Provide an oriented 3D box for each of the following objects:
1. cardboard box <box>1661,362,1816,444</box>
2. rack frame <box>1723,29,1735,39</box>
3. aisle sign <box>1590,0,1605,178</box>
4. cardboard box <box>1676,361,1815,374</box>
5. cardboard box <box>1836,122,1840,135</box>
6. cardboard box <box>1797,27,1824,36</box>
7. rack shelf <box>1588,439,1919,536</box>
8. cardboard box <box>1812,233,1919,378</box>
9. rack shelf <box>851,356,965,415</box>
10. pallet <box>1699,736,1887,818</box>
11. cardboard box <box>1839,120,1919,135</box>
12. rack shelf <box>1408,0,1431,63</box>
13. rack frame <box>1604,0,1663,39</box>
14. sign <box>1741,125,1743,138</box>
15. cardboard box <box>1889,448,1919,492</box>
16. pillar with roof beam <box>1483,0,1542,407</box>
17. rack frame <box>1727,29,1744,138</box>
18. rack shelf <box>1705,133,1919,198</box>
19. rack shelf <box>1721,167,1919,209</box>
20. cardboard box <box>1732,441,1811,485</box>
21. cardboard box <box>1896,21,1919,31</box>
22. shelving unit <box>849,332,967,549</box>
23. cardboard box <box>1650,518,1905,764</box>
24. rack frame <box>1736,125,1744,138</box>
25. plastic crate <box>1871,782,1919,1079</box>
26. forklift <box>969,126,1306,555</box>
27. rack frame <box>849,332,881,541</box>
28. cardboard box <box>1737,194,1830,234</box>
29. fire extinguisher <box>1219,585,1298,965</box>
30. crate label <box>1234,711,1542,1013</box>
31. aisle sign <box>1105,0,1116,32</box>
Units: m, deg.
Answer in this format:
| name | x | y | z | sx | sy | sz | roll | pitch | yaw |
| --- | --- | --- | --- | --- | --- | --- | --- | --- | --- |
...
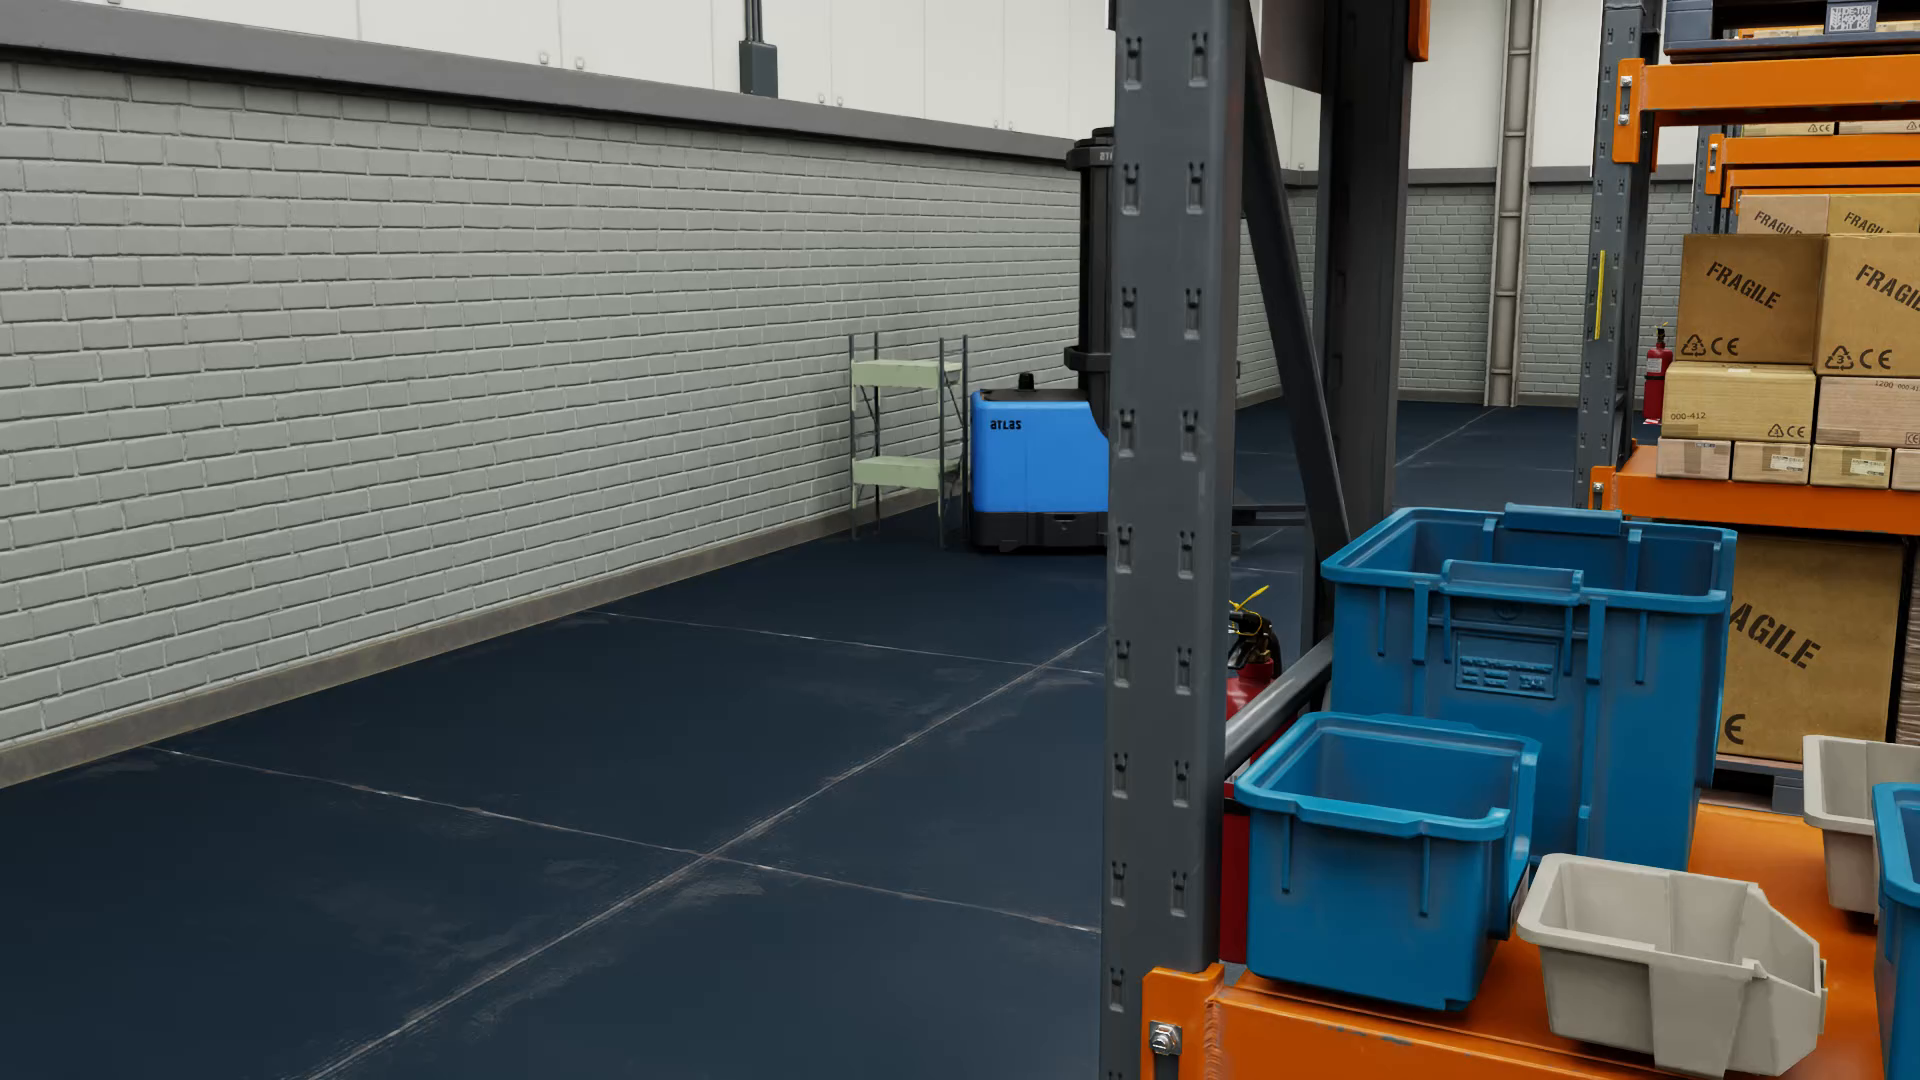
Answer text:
| name | x | y | z | sx | sy | sz | roll | pitch | yaw |
| --- | --- | --- | --- | --- | --- | --- | --- | --- | --- |
| cardboard box | 2.947 | -0.527 | 6.307 | 0.500 | 0.250 | 0.500 | 5 | 11 | 24 |
| rack frame | 4.921 | -4.272 | 10.566 | 0.127 | 3.000 | 1.000 | 5 | 11 | 26 |
| aisle sign | 2.438 | -1.773 | 6.302 | 0.004 | 0.787 | 0.394 | 5 | 11 | 26 |
| cardboard box | 3.188 | -0.612 | 6.777 | 0.500 | 0.250 | 0.500 | 5 | 11 | 25 |
| cardboard box | 5.907 | -2.689 | 10.666 | 0.500 | 0.250 | 0.500 | 5 | 11 | 26 |
| cardboard box | 5.331 | -3.079 | 10.297 | 0.250 | 0.149 | 0.380 | 6 | 12 | 28 |
| rack shelf | 4.429 | -0.024 | 5.960 | 4.000 | 0.370 | 1.077 | 5 | 11 | 26 |
| cardboard box | 3.395 | -0.857 | 6.022 | 0.500 | 0.500 | 0.500 | 5 | 11 | 24 |
| rack shelf | -0.372 | -1.121 | 12.021 | 0.720 | 0.370 | 0.431 | 5 | 11 | 26 |
| pallet | 3.387 | 0.887 | 6.736 | 1.213 | 0.211 | 1.003 | 5 | 11 | 26 |
| cardboard box | 5.681 | -2.604 | 10.192 | 0.500 | 0.250 | 0.500 | 5 | 12 | 28 |
| rack shelf | 2.238 | -0.709 | 1.322 | 4.000 | 0.370 | 1.077 | 5 | 11 | 26 |
| rack frame | 2.636 | -3.488 | 6.233 | 0.127 | 3.000 | 1.000 | 5 | 11 | 26 |
| sign | 8.973 | -4.731 | 19.070 | 0.005 | 0.325 | 0.100 | 5 | 11 | 26 |
| cardboard box | 3.503 | -0.271 | 6.009 | 0.250 | 0.149 | 0.380 | 5 | 11 | 25 |
| pillar with roof beam | 5.289 | -5.532 | 17.530 | 0.400 | 9.000 | 9.100 | 5 | 11 | 26 |
| rack frame | 7.020 | -5.070 | 14.978 | 0.127 | 3.000 | 1.000 | 5 | 11 | 26 |
| rack shelf | 6.714 | -2.284 | 10.026 | 4.000 | 0.370 | 1.077 | 5 | 11 | 26 |
| rack shelf | 8.814 | -3.083 | 14.438 | 4.000 | 0.370 | 1.077 | 5 | 11 | 26 |
| cardboard box | 3.039 | -0.311 | 6.233 | 0.250 | 0.149 | 0.380 | 5 | 11 | 25 |
| cardboard box | 5.760 | -3.027 | 10.008 | 0.250 | 0.149 | 0.380 | 5 | 11 | 27 |
| shelving unit | -0.372 | -0.737 | 12.090 | 0.755 | 1.500 | 0.431 | 5 | 11 | 26 |
| cardboard box | 3.245 | 0.341 | 6.711 | 0.875 | 0.875 | 0.875 | 5 | 11 | 26 |
| rack frame | 9.213 | -5.863 | 19.359 | 0.127 | 3.000 | 1.000 | 5 | 11 | 26 |
| plastic crate | 1.110 | 0.432 | 1.721 | 0.300 | 0.233 | 0.416 | 5 | 11 | 26 |
| forklift | 1.590 | -1.427 | 11.884 | 3.031 | 2.935 | 1.130 | 0 | 10 | -1 |
| rack frame | -0.699 | -0.766 | 12.253 | 0.023 | 1.500 | 0.400 | 5 | 11 | 26 |
| cardboard box | 5.206 | -1.930 | 10.546 | 0.500 | 0.500 | 0.500 | 5 | 11 | 25 |
| fire extinguisher | 0.510 | 0.393 | 2.903 | 0.183 | 0.674 | 0.296 | 5 | 11 | 26 |
| crate label | 0.520 | 0.380 | 2.008 | 0.303 | 0.233 | 0.416 | 5 | 11 | 26 |
| aisle sign | 0.248 | -0.982 | 1.934 | 0.004 | 0.787 | 0.394 | 5 | 11 | 26 |
